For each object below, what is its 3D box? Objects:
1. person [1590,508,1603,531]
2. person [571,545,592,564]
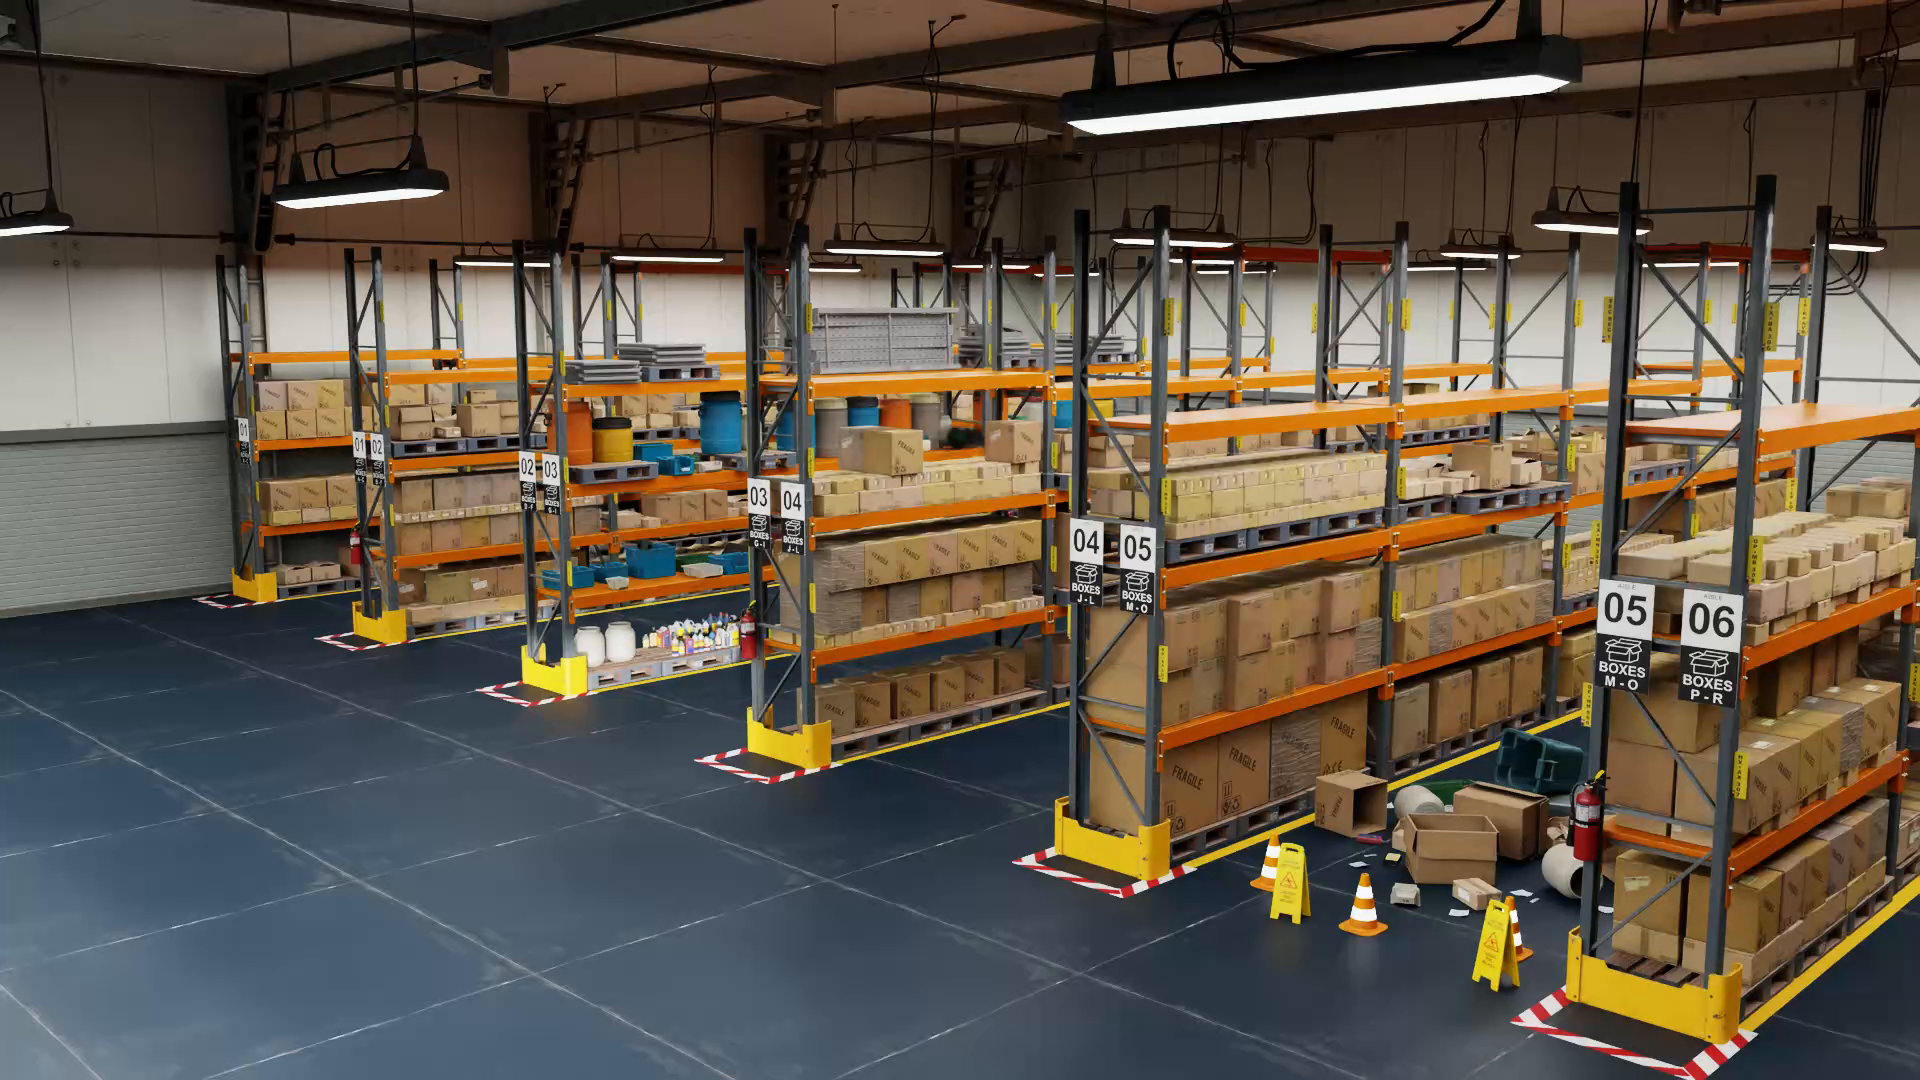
[{"bbox_3d":[10.965,0.306,28.411,0.630,1.767,0.727,6,10,36],"label":"person"},{"bbox_3d":[-6.898,0.042,30.165,0.700,1.755,1.061,7,11,40],"label":"person"}]
